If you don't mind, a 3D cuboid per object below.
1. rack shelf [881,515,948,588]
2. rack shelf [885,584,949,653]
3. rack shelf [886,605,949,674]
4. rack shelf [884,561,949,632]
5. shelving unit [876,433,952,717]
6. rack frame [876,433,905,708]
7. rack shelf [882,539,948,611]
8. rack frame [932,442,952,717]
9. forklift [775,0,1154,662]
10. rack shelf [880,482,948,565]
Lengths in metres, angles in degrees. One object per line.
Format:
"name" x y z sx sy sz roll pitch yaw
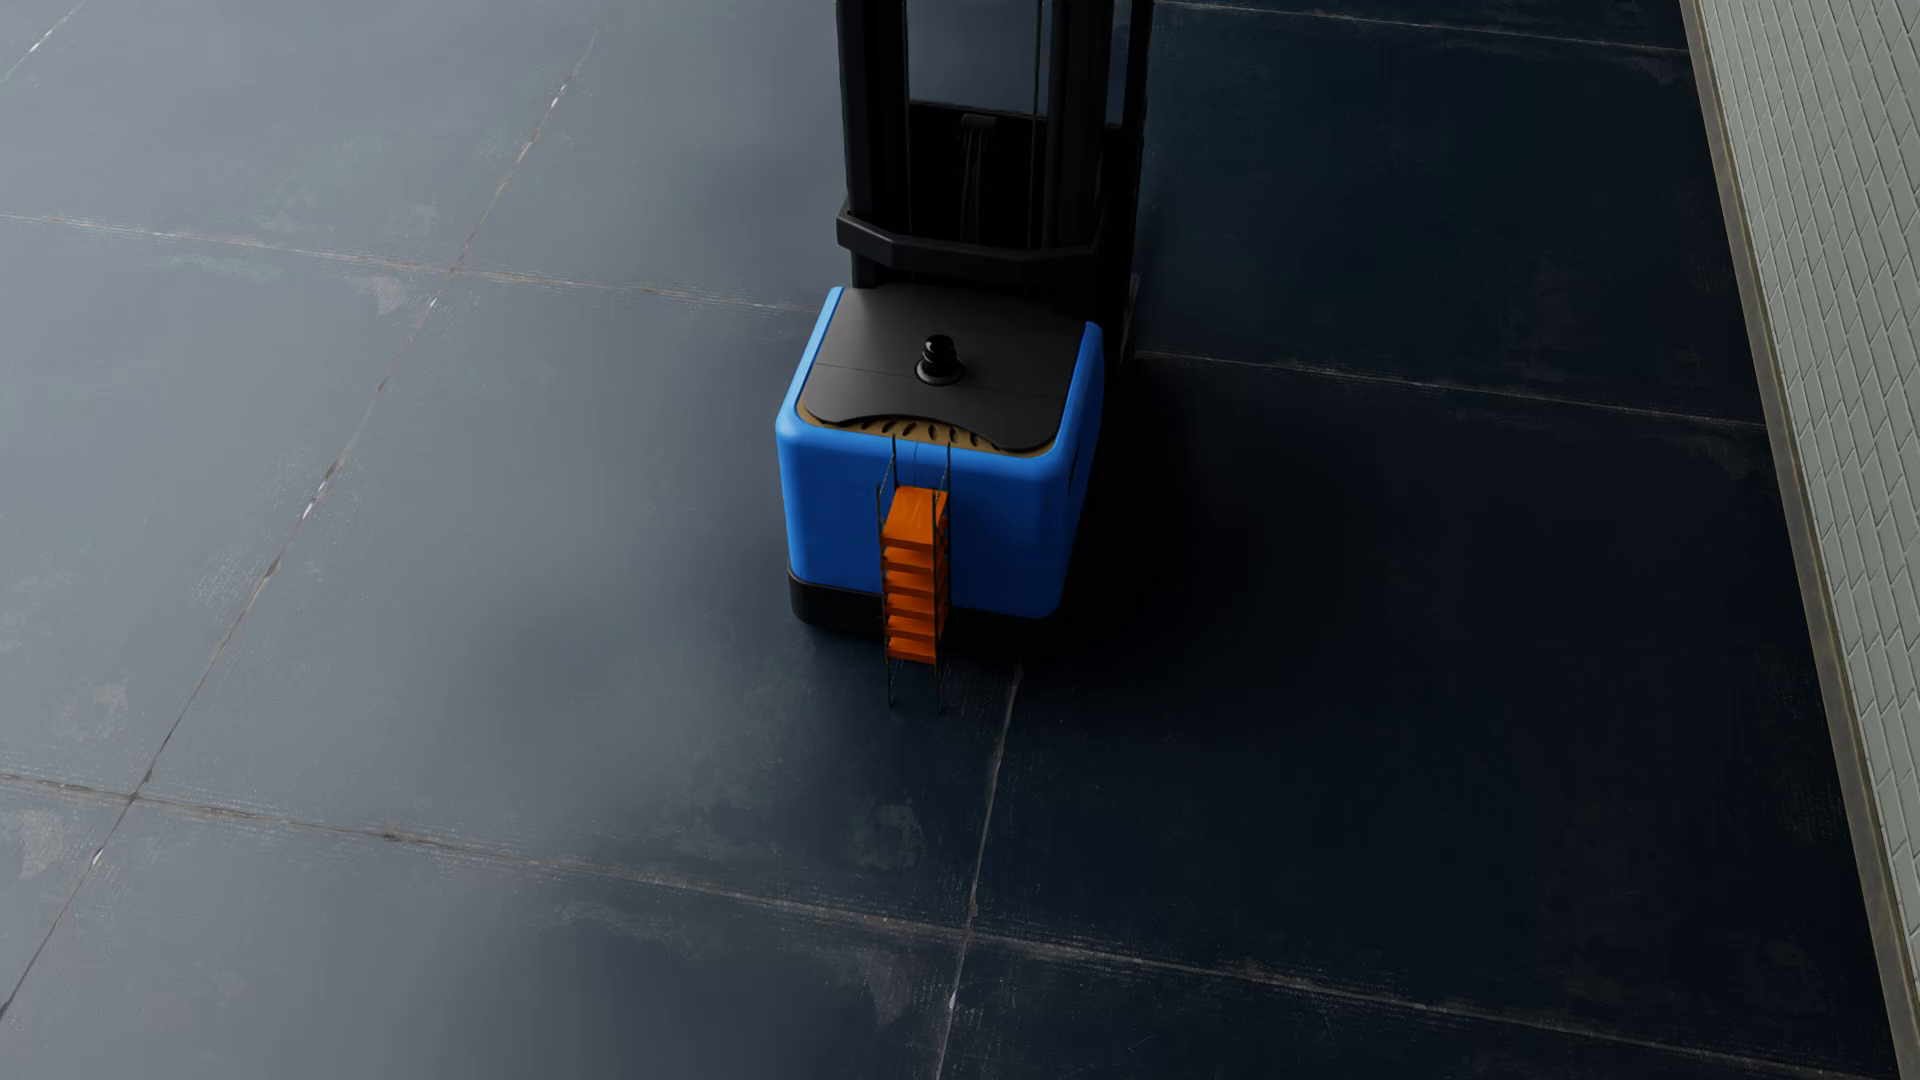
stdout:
"rack shelf" -0.149 0.023 5.631 0.180 0.103 0.258 9 49 8
"rack shelf" -0.148 0.262 5.900 0.180 0.103 0.258 9 49 8
"rack shelf" -0.148 0.341 5.990 0.180 0.103 0.258 9 49 8
"rack shelf" -0.148 0.182 5.810 0.180 0.103 0.258 9 49 8
"shelving unit" -0.148 0.152 5.777 0.189 1.200 0.258 9 49 8
"rack frame" -0.238 0.138 5.790 0.006 1.200 0.240 9 49 8
"rack shelf" -0.148 0.102 5.721 0.180 0.103 0.258 9 49 8
"rack frame" -0.059 0.167 5.764 0.006 1.200 0.240 9 49 8
"forklift" 0.165 -1.642 6.227 1.130 2.935 3.031 9 49 8
"rack shelf" -0.149 -0.057 5.541 0.180 0.103 0.258 9 49 8
